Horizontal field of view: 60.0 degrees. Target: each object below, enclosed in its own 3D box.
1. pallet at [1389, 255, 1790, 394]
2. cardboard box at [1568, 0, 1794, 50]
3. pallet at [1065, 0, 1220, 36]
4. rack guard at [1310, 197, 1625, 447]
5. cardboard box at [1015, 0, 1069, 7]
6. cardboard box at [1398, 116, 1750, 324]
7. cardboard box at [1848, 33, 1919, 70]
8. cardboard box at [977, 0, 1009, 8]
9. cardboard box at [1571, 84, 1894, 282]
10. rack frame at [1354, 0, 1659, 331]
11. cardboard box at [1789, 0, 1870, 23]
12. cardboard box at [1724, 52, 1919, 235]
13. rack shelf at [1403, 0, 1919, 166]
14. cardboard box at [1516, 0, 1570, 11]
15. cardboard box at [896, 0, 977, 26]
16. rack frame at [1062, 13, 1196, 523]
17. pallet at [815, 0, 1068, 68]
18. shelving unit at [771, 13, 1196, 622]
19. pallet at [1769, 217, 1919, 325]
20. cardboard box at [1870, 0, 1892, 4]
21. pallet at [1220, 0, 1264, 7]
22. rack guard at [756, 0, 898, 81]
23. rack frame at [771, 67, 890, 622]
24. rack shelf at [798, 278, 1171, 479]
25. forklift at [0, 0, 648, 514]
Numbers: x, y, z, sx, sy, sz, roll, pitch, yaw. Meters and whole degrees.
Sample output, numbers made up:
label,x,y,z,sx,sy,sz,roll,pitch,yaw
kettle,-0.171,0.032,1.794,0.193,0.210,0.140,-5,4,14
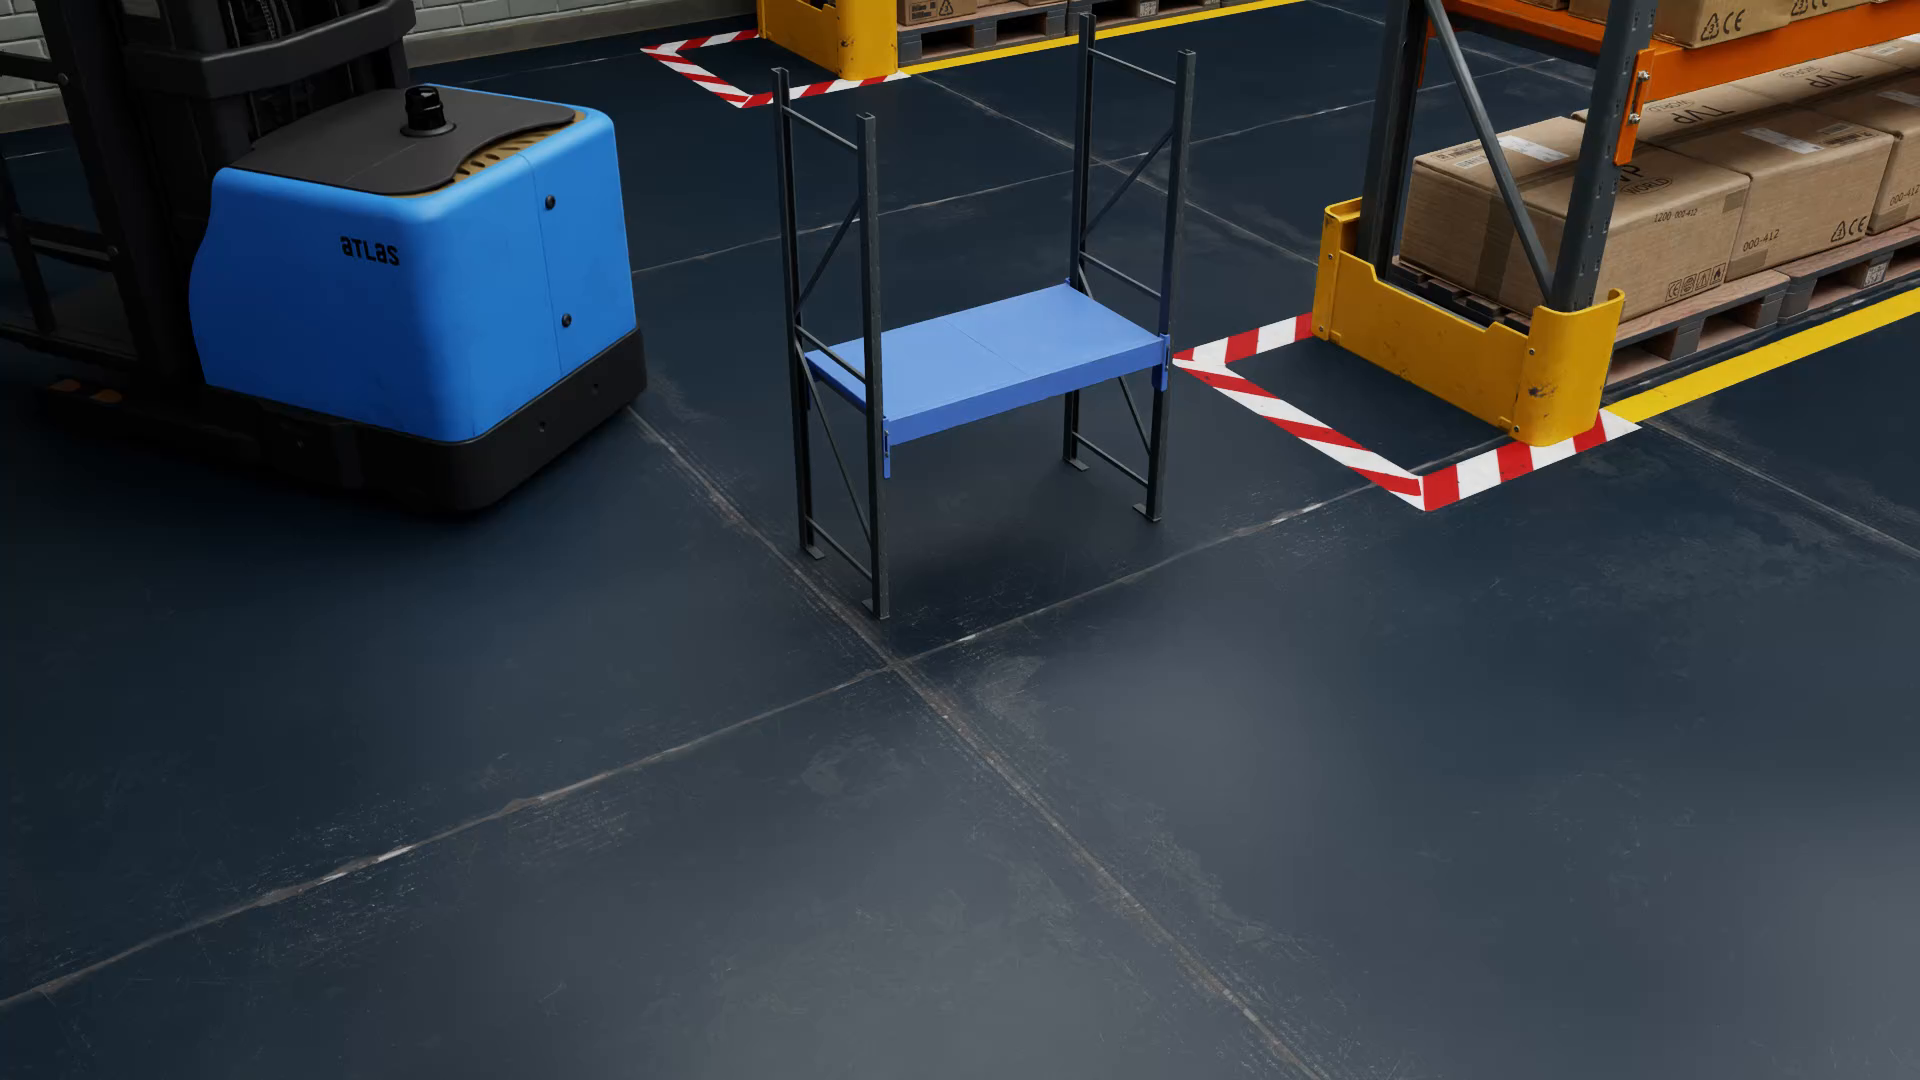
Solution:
label,x,y,z,sx,sy,sz,roll,pitch,yaw
pallet,2.467,-0.982,6.609,1.213,0.211,1.003,-19,37,-27
cardboard box,2.397,-1.948,5.433,0.500,0.500,0.500,-19,37,-28
pallet,0.903,-3.544,10.671,1.213,0.211,1.003,-19,37,-27
rack guard,1.818,-0.831,6.099,0.348,0.500,1.175,-19,37,-27
cardboard box,0.450,-3.605,10.102,0.500,0.500,0.700,-17,36,-25
cardboard box,2.338,-1.225,6.388,0.875,0.438,0.875,-20,38,-29
cardboard box,4.614,-2.012,7.636,0.875,0.438,0.875,-20,37,-28
cardboard box,0.089,-3.332,9.999,0.250,0.149,0.380,-21,38,-29
cardboard box,3.103,-1.493,6.814,0.875,0.438,0.875,-18,36,-26
rack frame,1.838,-1.895,5.443,0.127,3.000,1.000,-19,37,-27
cardboard box,2.807,-2.106,5.684,0.500,0.500,0.500,-20,37,-28
cardboard box,3.862,-1.753,7.226,0.875,0.438,0.875,-20,37,-29
rack shelf,3.519,-2.169,6.552,4.000,0.370,1.077,-19,37,-27
cardboard box,2.100,-2.196,5.826,0.500,0.500,0.500,-19,37,-27
cardboard box,-0.289,-3.376,9.737,0.637,0.503,0.797,-21,38,-29
rack frame,0.499,-0.806,5.122,0.032,1.500,0.500,-19,37,-27
pallet,-0.121,-3.194,10.115,1.213,0.211,1.003,-19,37,-27
shelving unit,0.072,-0.659,4.889,1.048,1.500,0.538,-19,37,-27
pallet,3.492,-1.333,7.165,1.213,0.211,1.003,-19,37,-27
cardboard box,3.244,-2.245,5.904,0.500,0.500,0.500,-19,37,-28
pallet,1.930,-3.899,11.233,1.213,0.211,1.003,-19,37,-27
rack guard,-0.791,-3.085,9.672,0.348,0.500,1.175,-19,37,-27
rack frame,-0.356,-0.512,4.656,0.032,1.500,0.500,-19,37,-27
rack shelf,0.072,-0.507,4.985,1.000,0.185,0.538,-19,37,-27
forklift,-2.689,-1.838,5.416,3.031,2.935,1.130,13,35,20
